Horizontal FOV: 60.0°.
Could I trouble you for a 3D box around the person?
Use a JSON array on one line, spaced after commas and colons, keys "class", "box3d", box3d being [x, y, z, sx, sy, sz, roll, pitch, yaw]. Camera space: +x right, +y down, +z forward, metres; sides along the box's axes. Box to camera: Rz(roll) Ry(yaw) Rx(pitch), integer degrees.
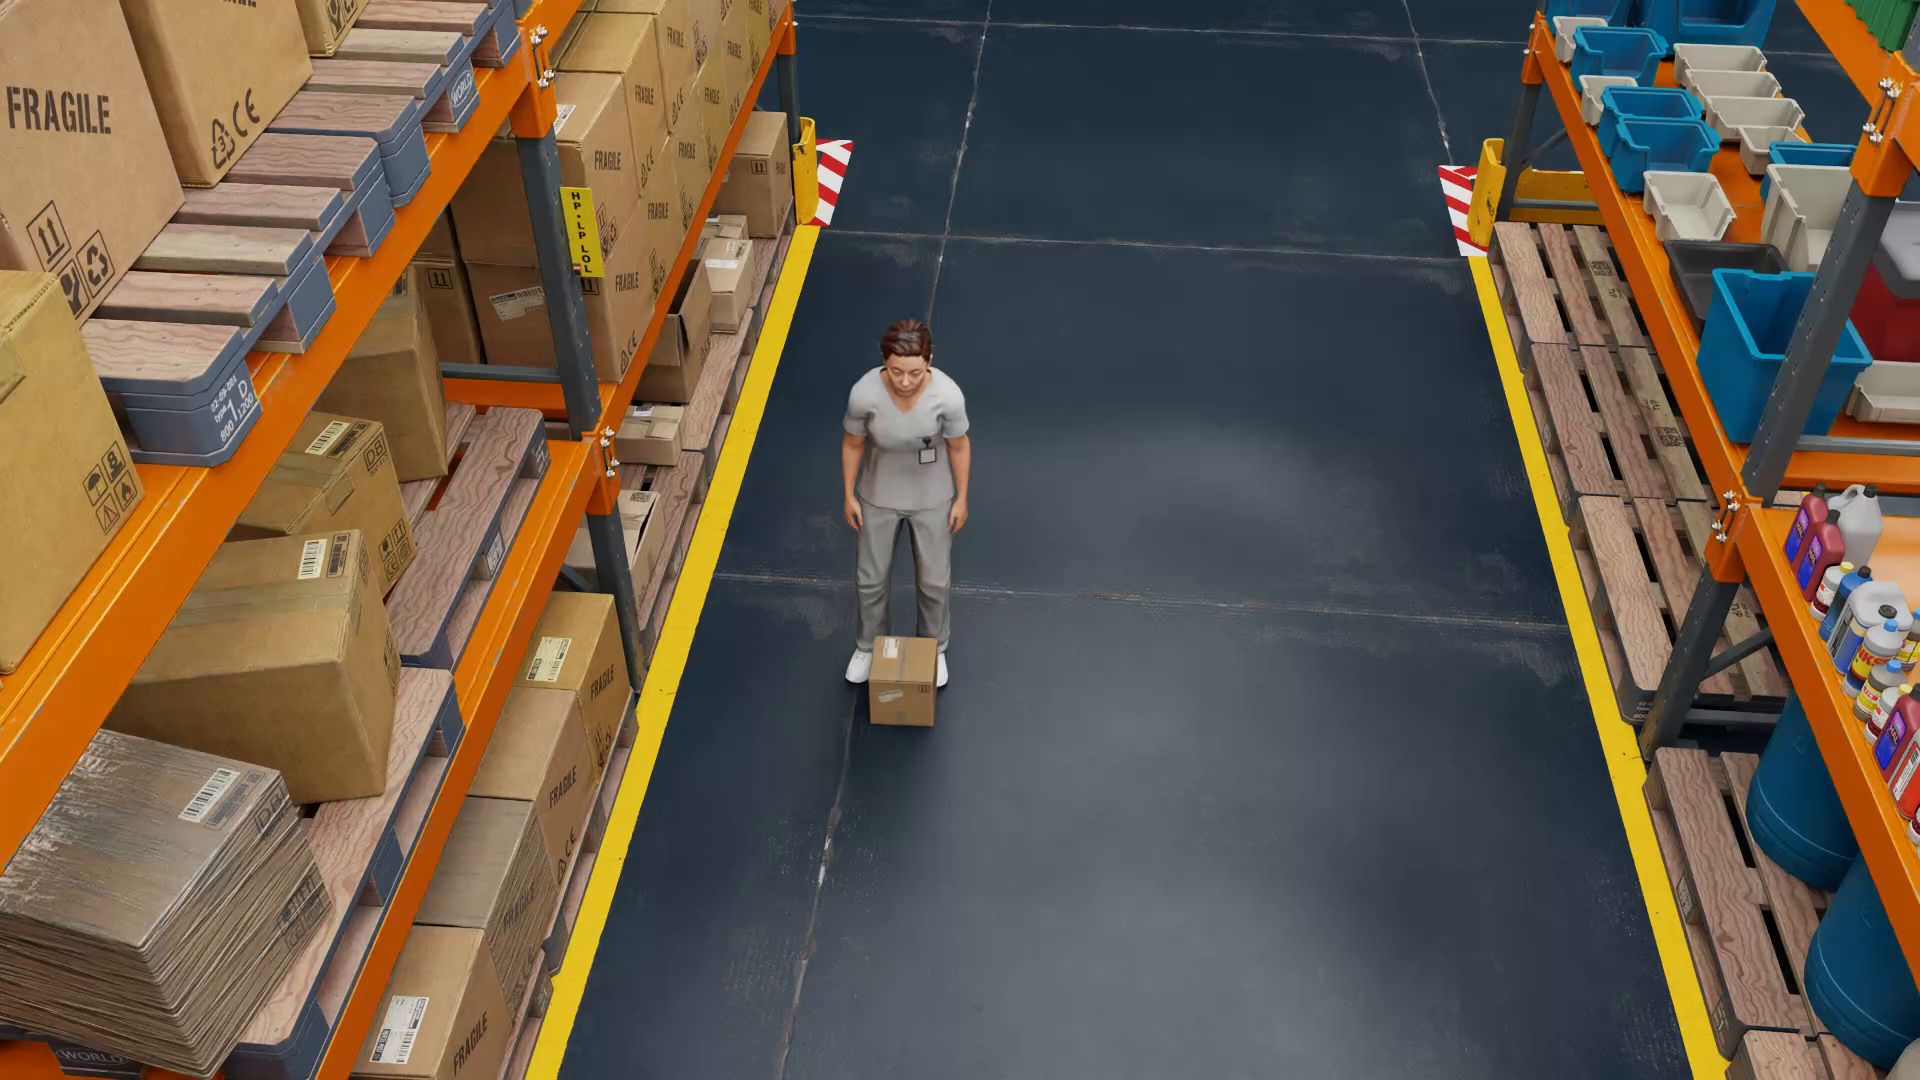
[{"class": "person", "box3d": [-0.211, -0.144, 6.329, 0.499, 1.671, 0.366, 2, 40, 2]}]
